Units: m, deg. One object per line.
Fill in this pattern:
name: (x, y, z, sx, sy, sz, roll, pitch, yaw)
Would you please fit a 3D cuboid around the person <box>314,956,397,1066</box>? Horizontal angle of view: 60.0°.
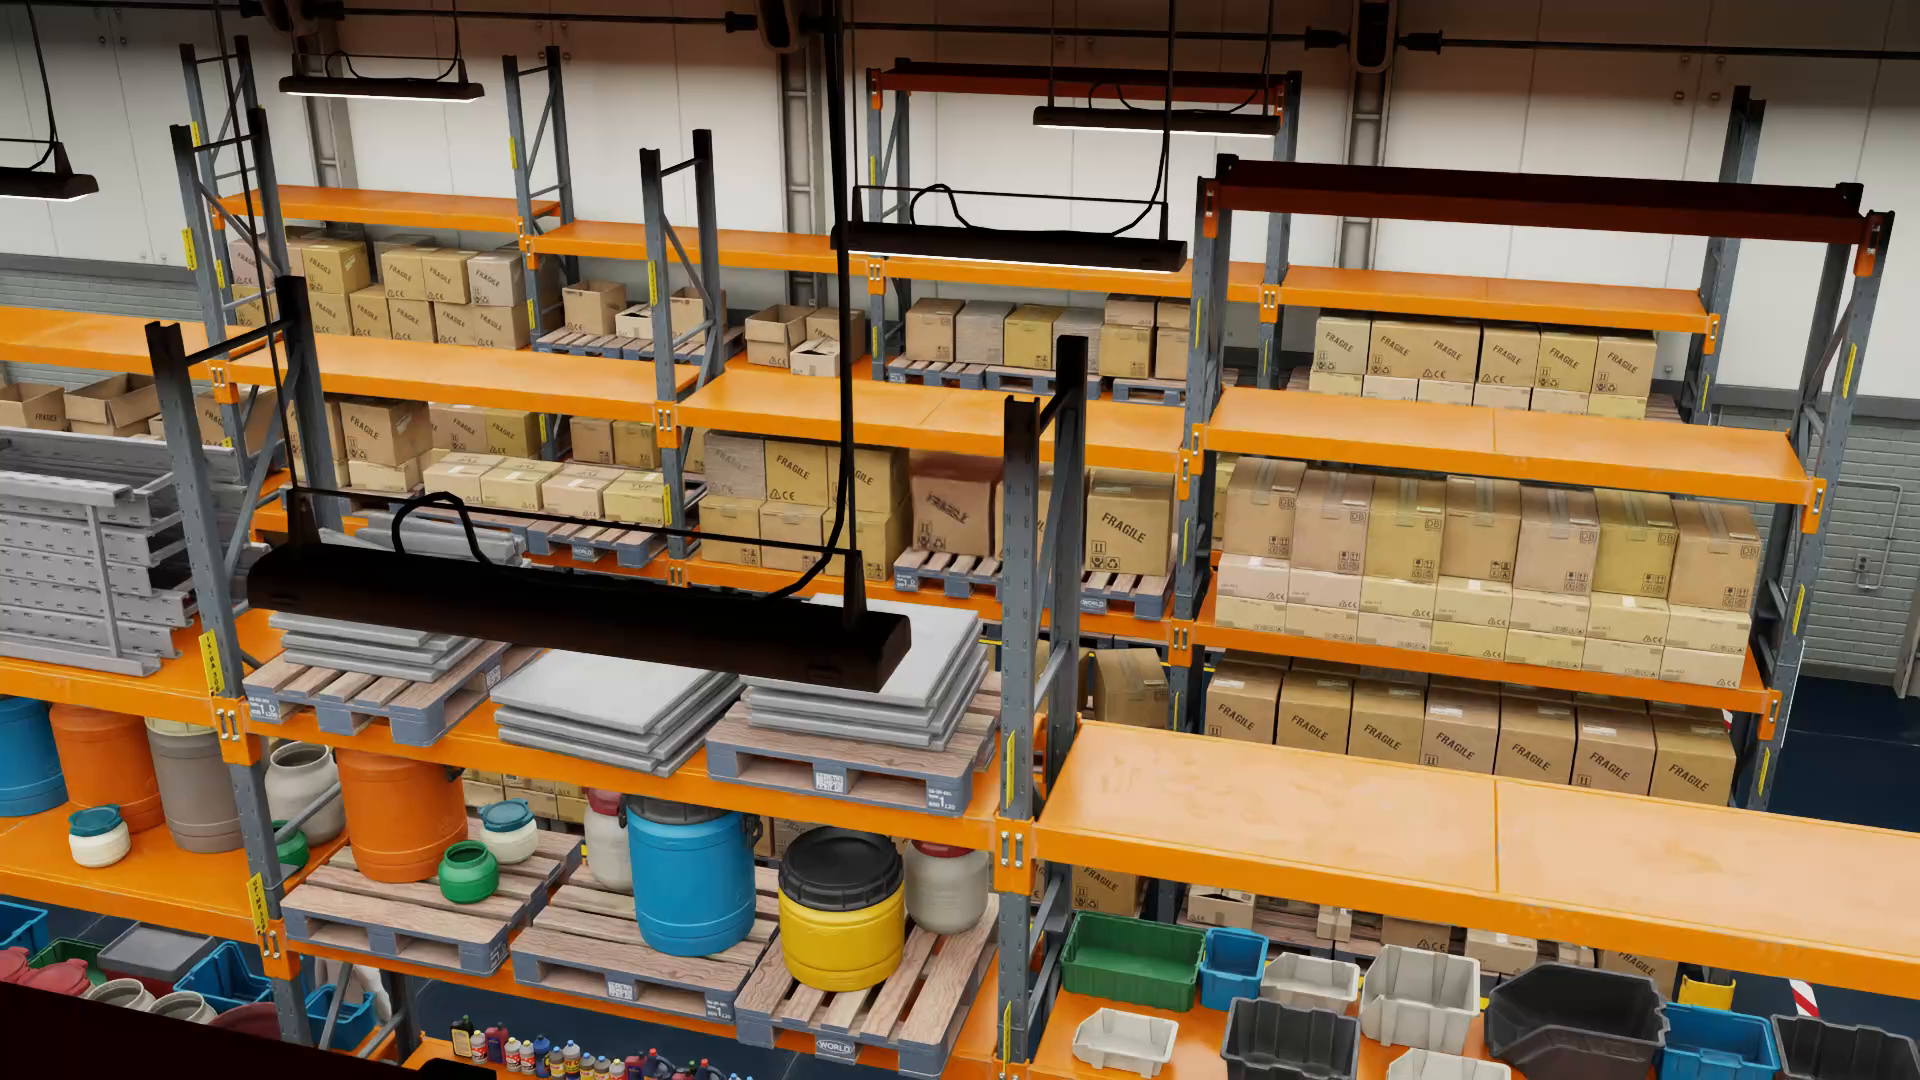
person: (-3.959, 3.108, 11.009, 0.851, 1.780, 0.589, -20, 30, -39)
